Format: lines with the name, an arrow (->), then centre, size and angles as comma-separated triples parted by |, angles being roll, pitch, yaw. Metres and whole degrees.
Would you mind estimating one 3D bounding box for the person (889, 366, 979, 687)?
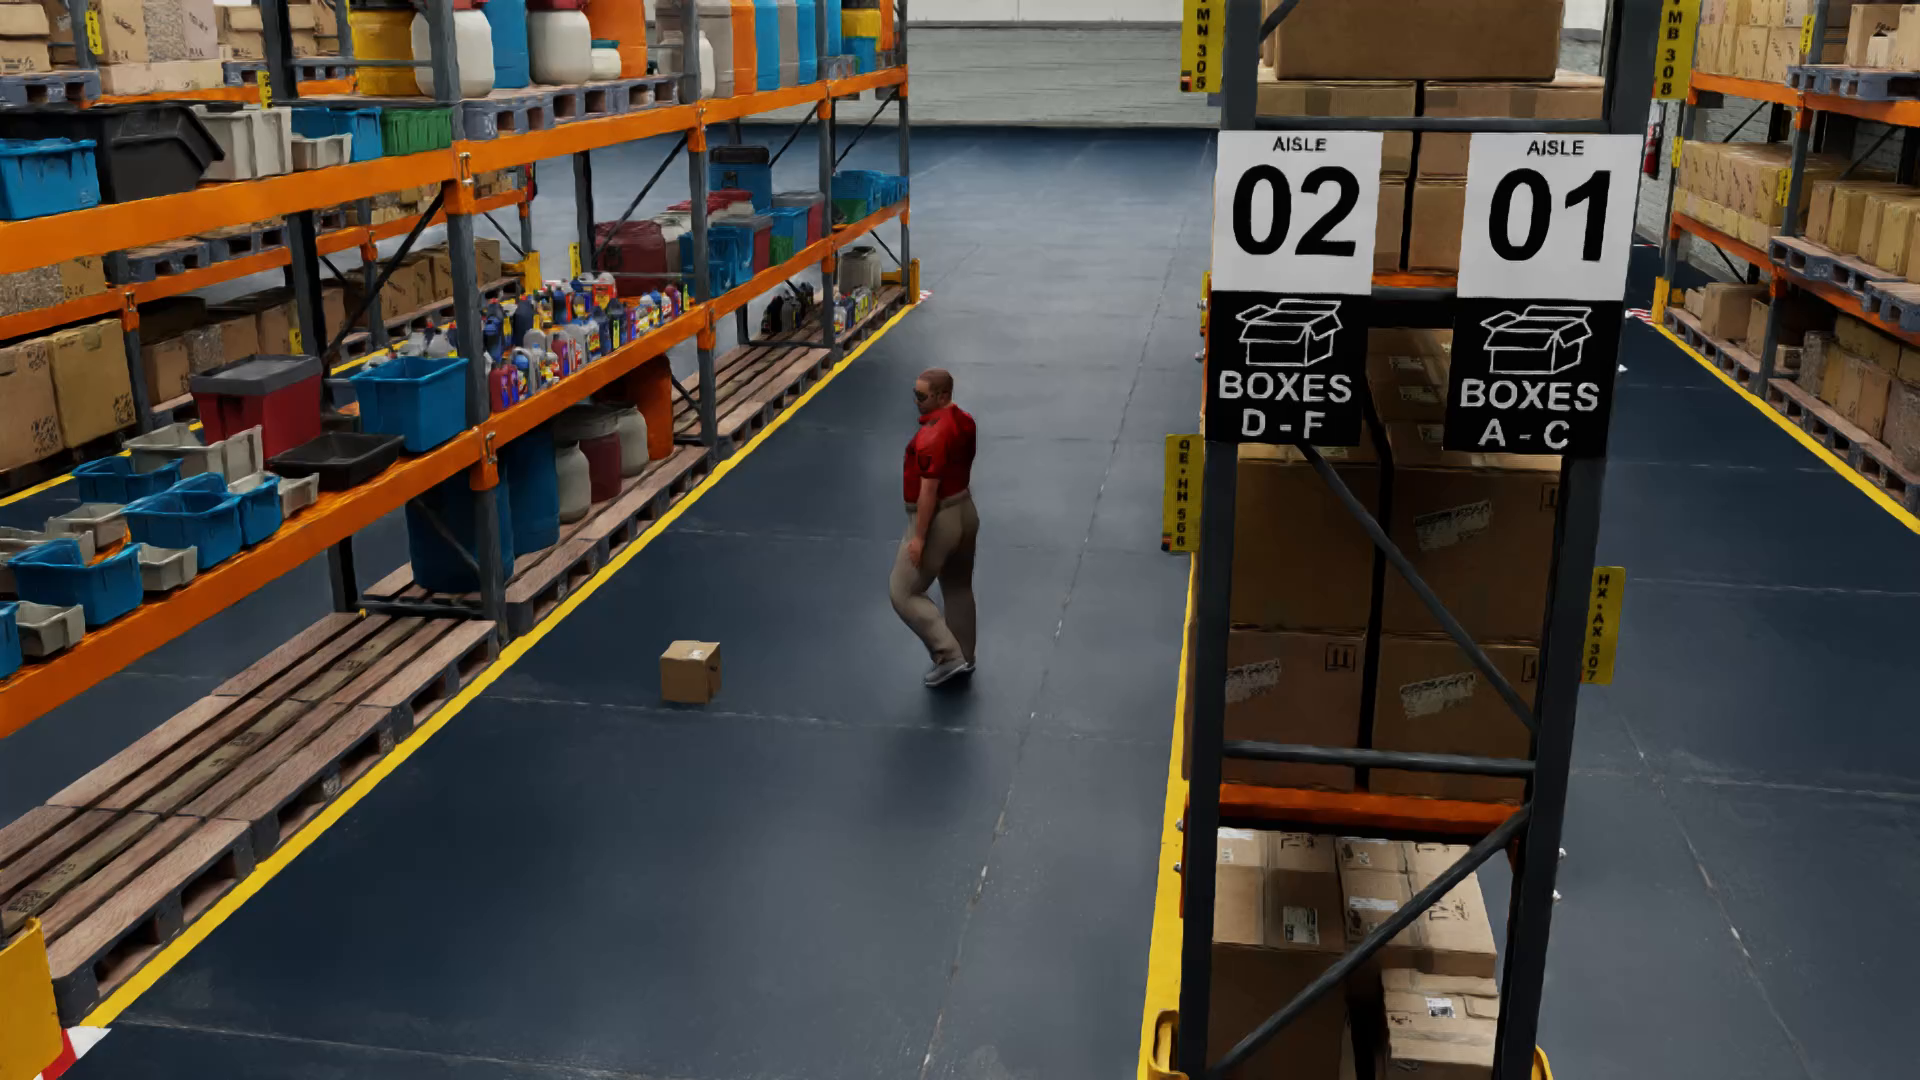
person -> -0.074, -0.071, 8.758 | 0.444, 1.724, 0.597 | 10, 20, 28
